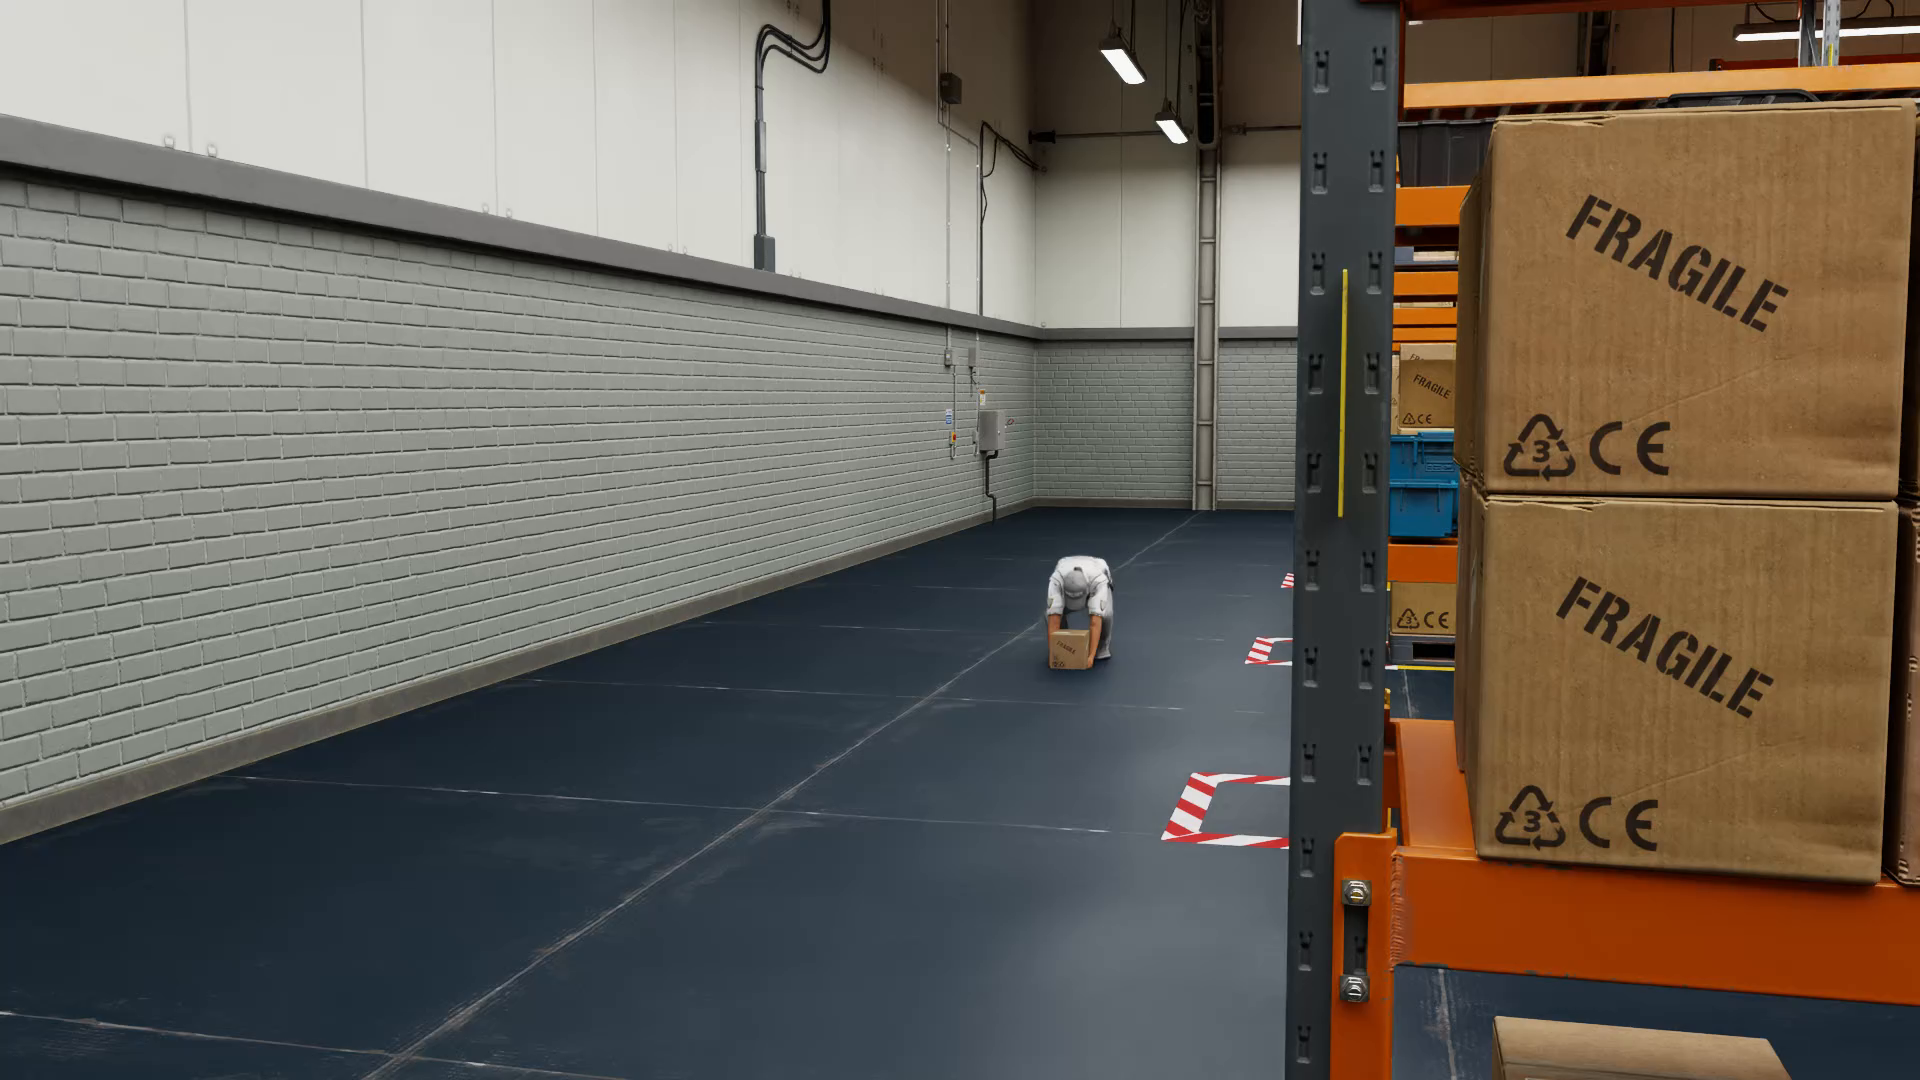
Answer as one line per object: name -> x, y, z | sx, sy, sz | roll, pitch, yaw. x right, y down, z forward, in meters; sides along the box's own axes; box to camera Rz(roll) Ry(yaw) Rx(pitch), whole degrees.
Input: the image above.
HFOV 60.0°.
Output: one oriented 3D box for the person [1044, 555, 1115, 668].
person -> 0.878, 0.513, 12.200 | 0.510, 0.772, 0.940 | 1, 5, 12
